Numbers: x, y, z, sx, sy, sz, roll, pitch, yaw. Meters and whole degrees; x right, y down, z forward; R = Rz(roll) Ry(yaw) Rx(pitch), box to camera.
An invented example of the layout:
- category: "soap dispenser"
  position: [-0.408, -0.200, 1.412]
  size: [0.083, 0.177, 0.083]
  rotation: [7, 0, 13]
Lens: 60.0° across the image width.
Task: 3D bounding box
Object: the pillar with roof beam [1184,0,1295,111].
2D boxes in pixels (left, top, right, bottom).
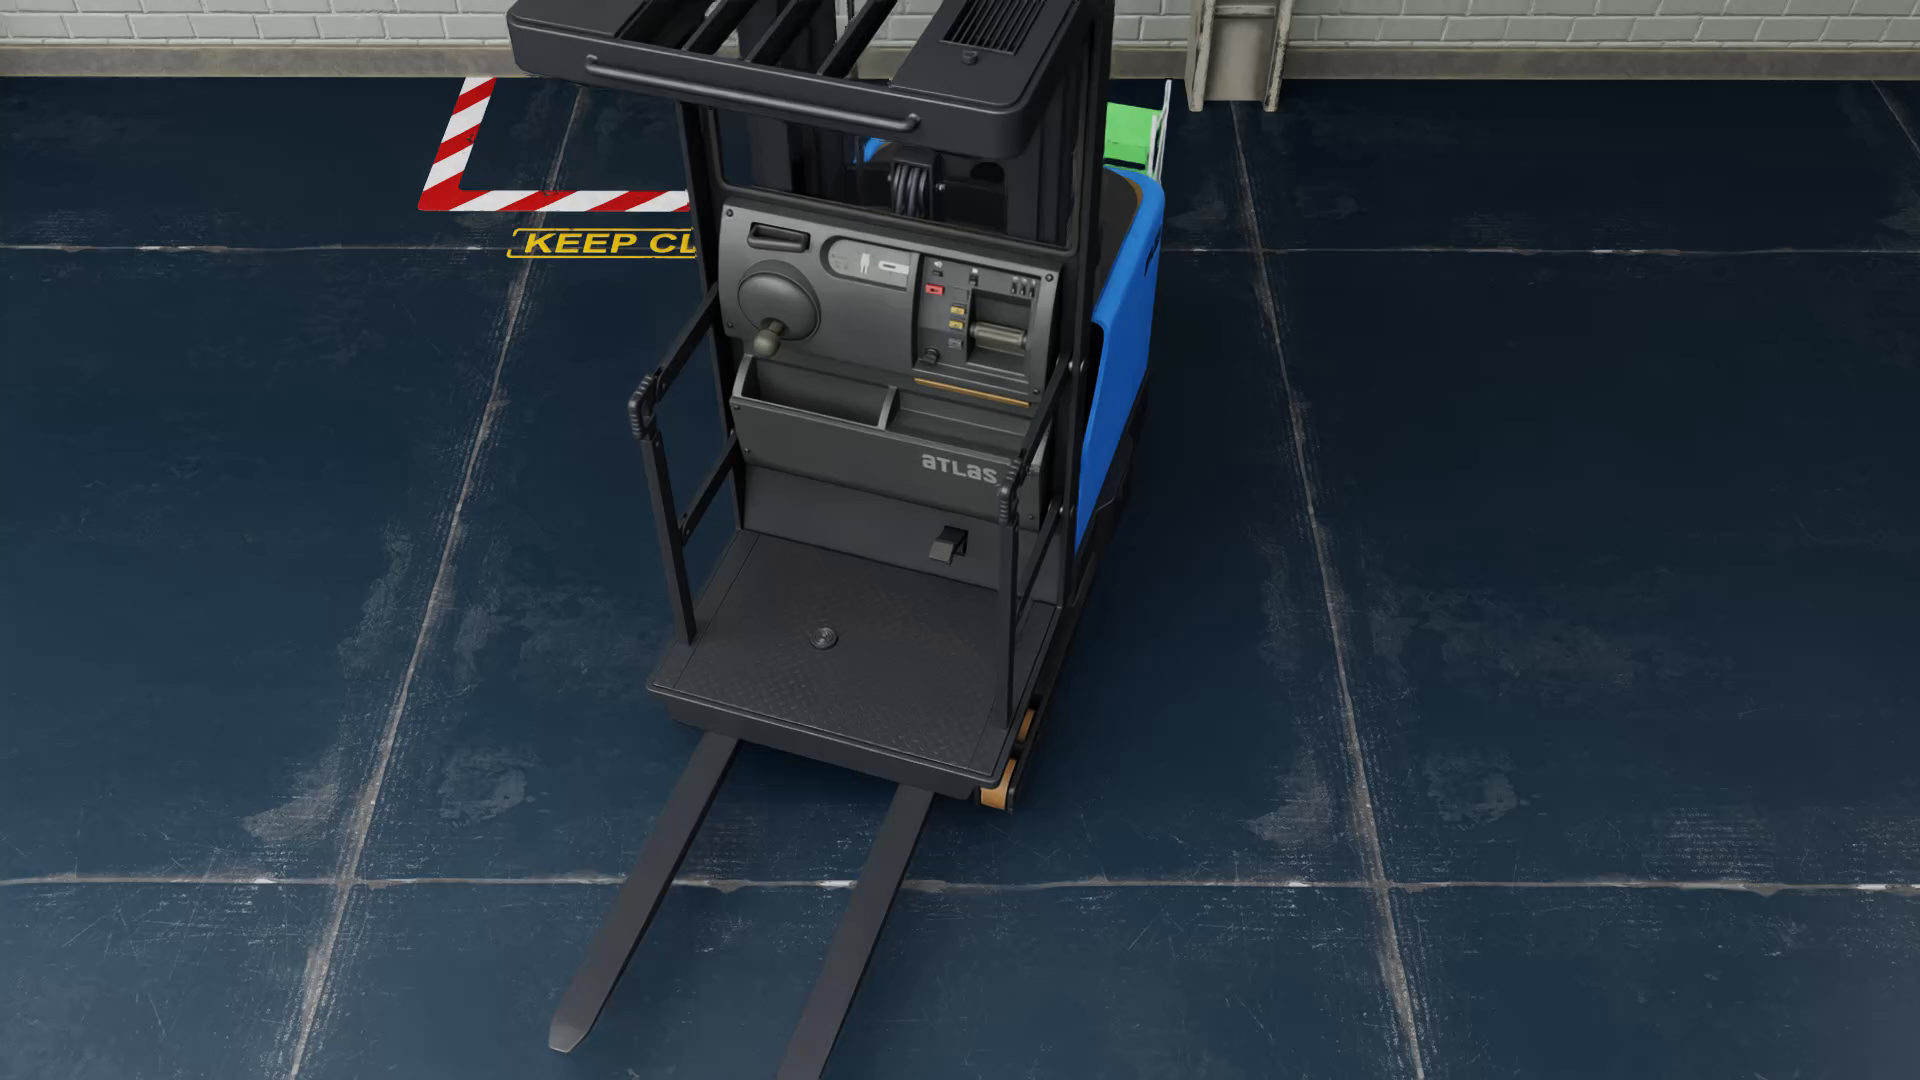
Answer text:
- category: "pillar with roof beam"
  position: [1.229, -1.979, 1.444]
  size: [0.400, 9.000, 9.100]
  rotation: [0, 47, 0]

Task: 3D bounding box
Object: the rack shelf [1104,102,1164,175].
- category: "rack shelf"
  position: [0.428, -1.374, 5.634]
  size: [0.480, 0.148, 0.258]
  rotation: [12, 46, 11]

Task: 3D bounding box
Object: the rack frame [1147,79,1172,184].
- category: "rack frame"
  position: [0.657, -1.029, 5.881]
  size: [0.015, 1.200, 0.240]
  rotation: [12, 46, 11]

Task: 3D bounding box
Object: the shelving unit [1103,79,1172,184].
- category: "shelving unit"
  position: [0.424, -1.080, 5.929]
  size: [0.503, 1.200, 0.258]
  rotation: [12, 46, 11]

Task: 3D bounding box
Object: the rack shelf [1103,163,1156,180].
- category: "rack shelf"
  position: [0.426, -1.204, 5.804]
  size: [0.480, 0.148, 0.258]
  rotation: [12, 46, 11]

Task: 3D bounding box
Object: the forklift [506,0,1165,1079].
- category: "forklift"
  position: [-0.263, -0.530, 4.241]
  size: [1.130, 2.935, 3.031]
  rotation: [13, 49, 12]
